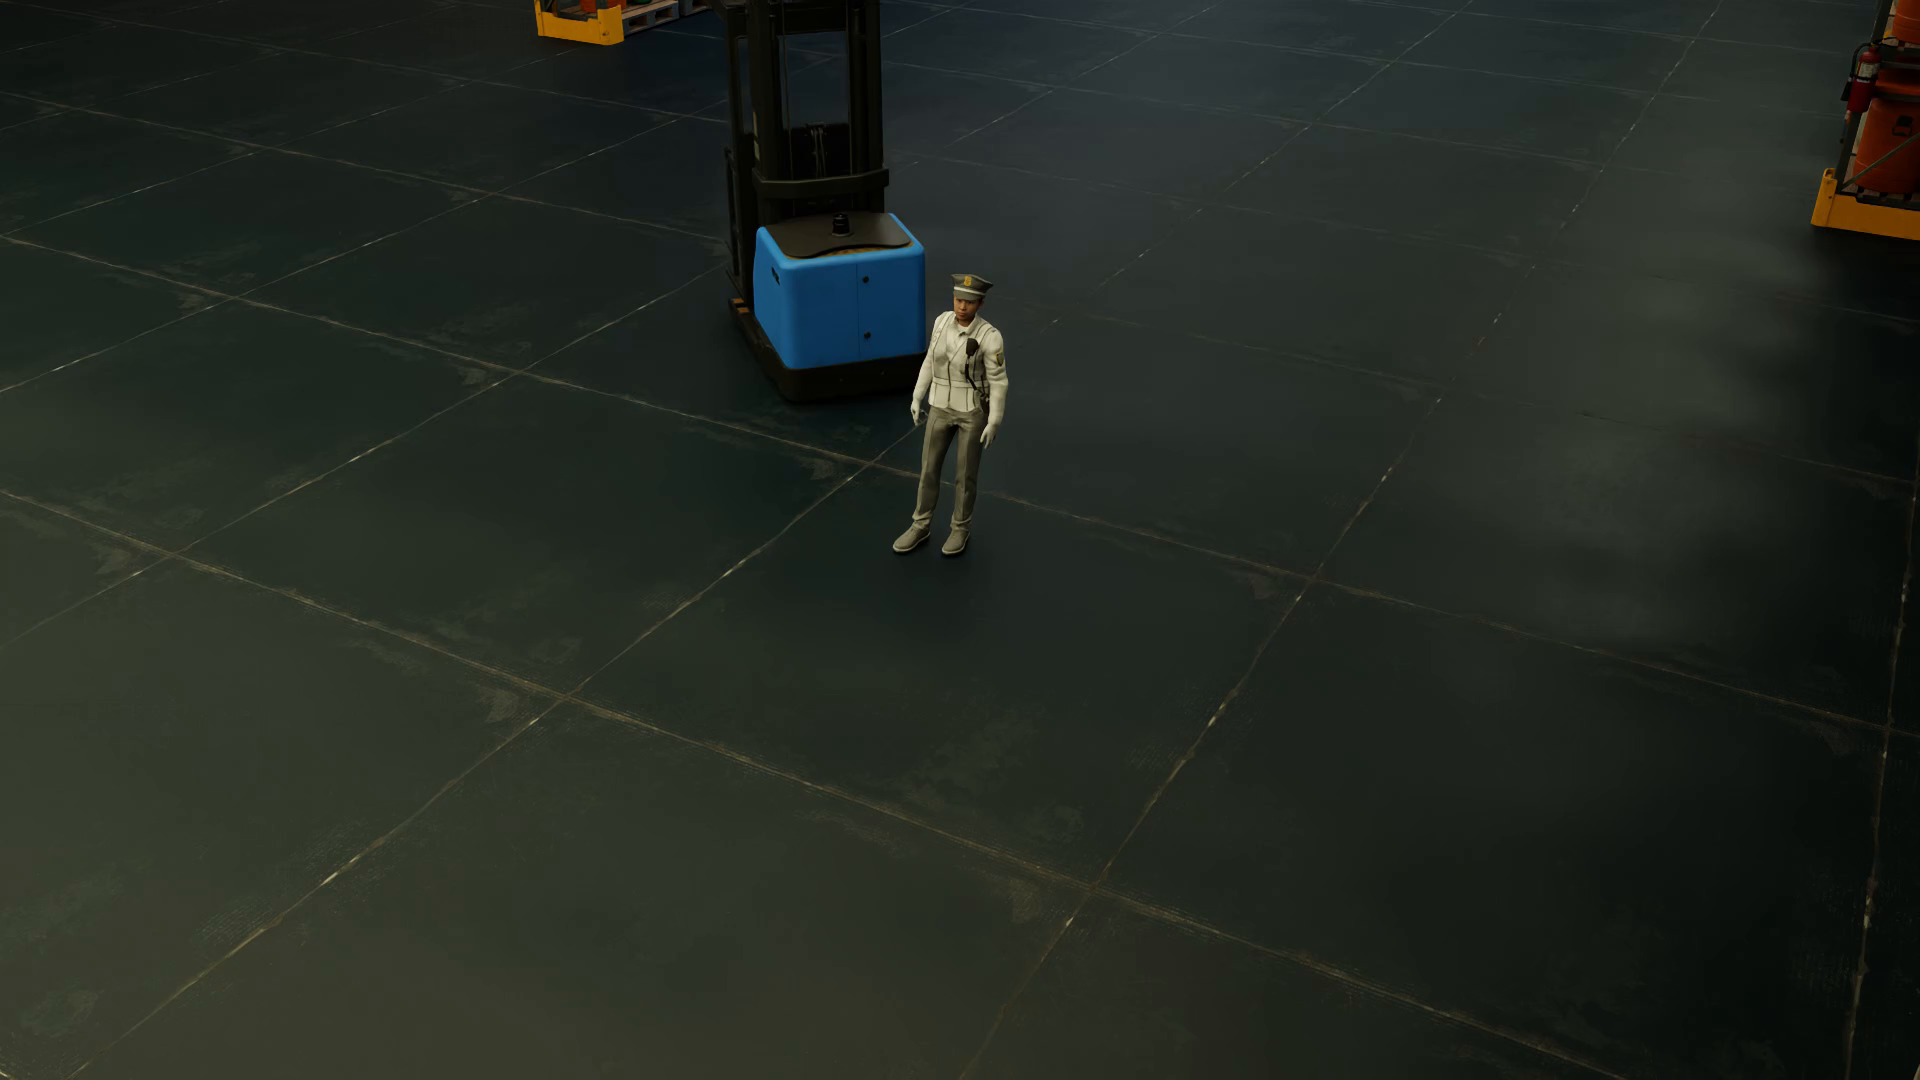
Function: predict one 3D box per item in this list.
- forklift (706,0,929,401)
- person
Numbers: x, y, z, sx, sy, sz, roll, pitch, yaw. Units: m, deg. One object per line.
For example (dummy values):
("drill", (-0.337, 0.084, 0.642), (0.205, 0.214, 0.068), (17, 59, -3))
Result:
("forklift", (-1.170, -2.953, 12.188), (1.130, 2.935, 3.031), (-9, 31, -16))
("person", (-0.040, -0.712, 9.527), (0.586, 1.694, 0.530), (15, 33, 25))
